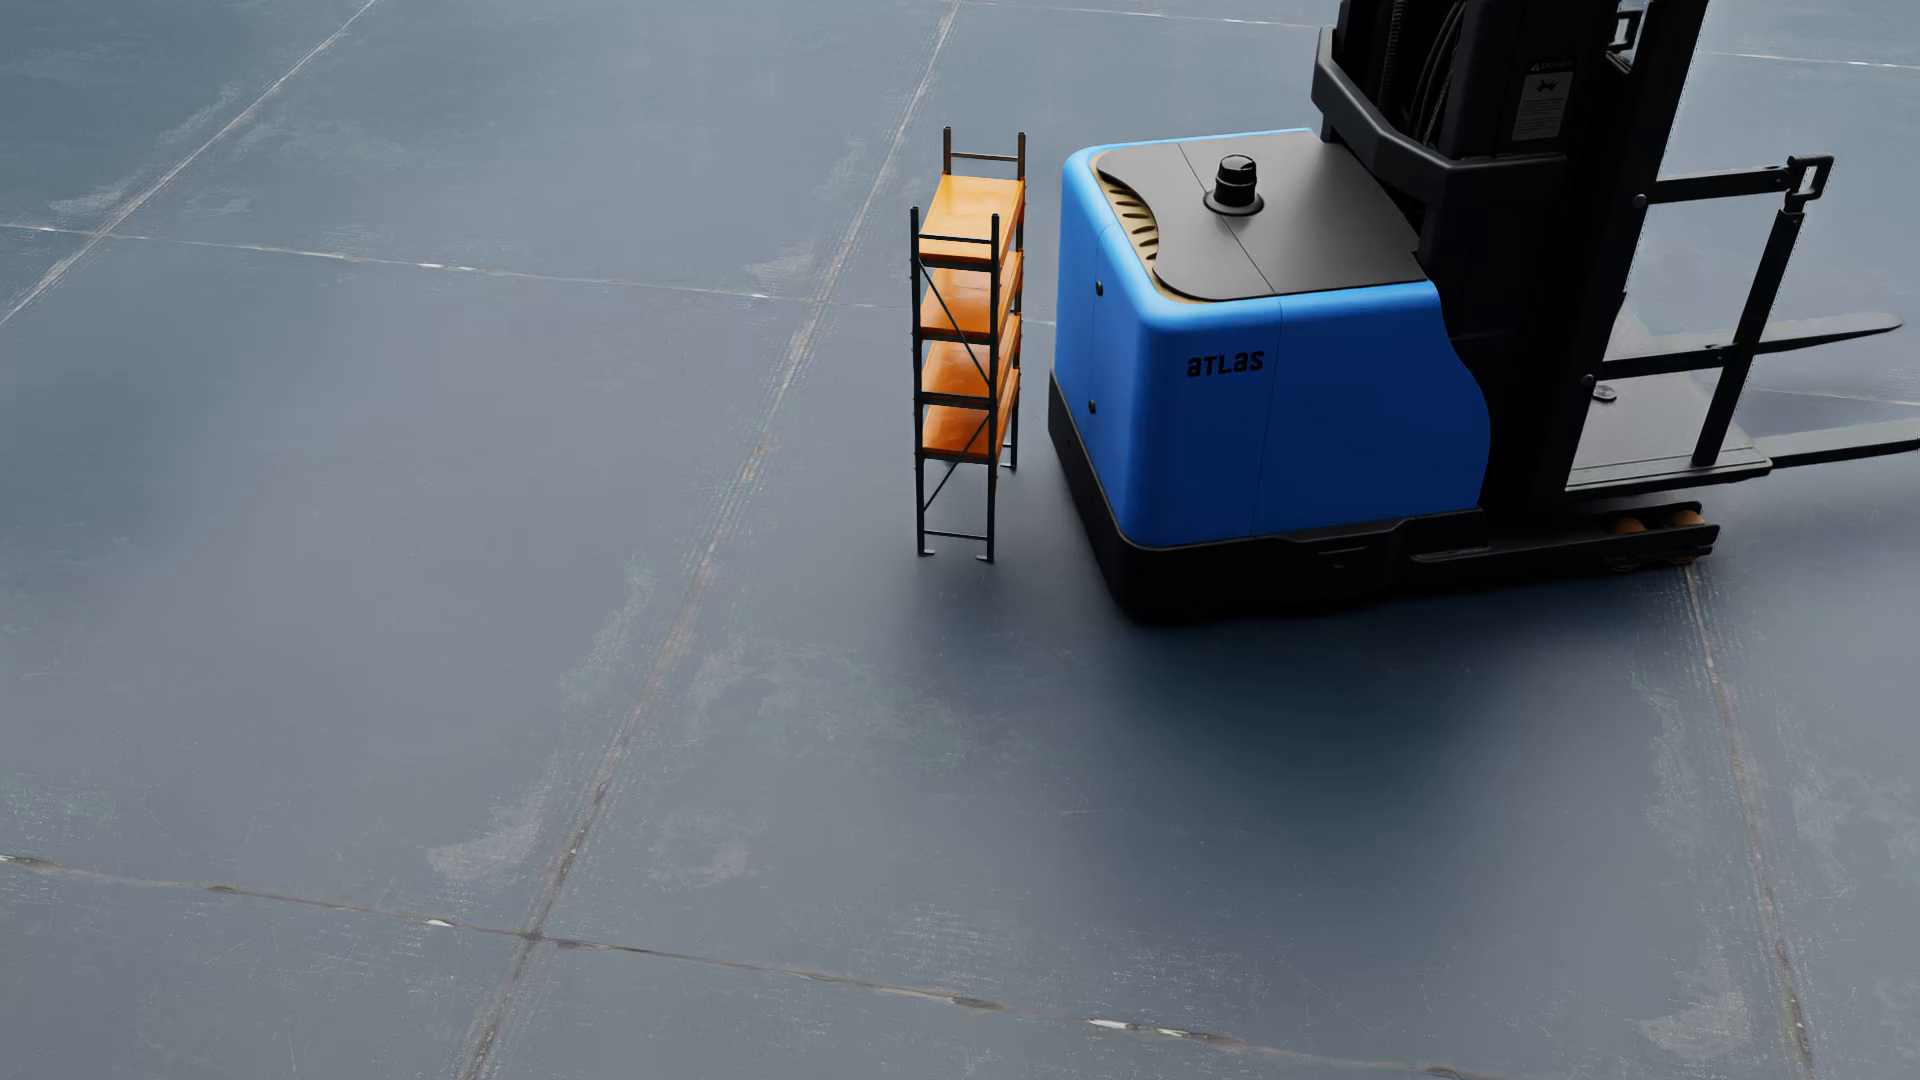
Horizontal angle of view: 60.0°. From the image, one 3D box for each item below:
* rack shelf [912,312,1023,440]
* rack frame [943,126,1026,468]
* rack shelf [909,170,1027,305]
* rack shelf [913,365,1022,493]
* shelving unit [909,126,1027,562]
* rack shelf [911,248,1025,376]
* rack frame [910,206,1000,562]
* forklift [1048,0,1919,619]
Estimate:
[{"bbox_3d":[0.029,-0.514,5.036,0.258,0.148,0.480,6,40,8],"label":"rack shelf"},{"bbox_3d":[0.071,-0.719,5.179,0.240,1.200,0.015,6,40,8],"label":"rack frame"},{"bbox_3d":[0.029,-0.869,4.743,0.258,0.148,0.480,6,40,8],"label":"rack shelf"},{"bbox_3d":[0.029,-0.361,5.163,0.258,0.148,0.480,6,40,8],"label":"rack shelf"},{"bbox_3d":[0.029,-0.566,4.993,0.258,1.200,0.503,6,40,8],"label":"shelving unit"},{"bbox_3d":[0.029,-0.687,4.894,0.258,0.148,0.480,6,40,8],"label":"rack shelf"},{"bbox_3d":[-0.014,-0.413,4.808,0.240,1.200,0.015,6,40,8],"label":"rack frame"},{"bbox_3d":[1.863,-1.358,4.592,3.031,2.935,1.130,-7,40,-8],"label":"forklift"}]
